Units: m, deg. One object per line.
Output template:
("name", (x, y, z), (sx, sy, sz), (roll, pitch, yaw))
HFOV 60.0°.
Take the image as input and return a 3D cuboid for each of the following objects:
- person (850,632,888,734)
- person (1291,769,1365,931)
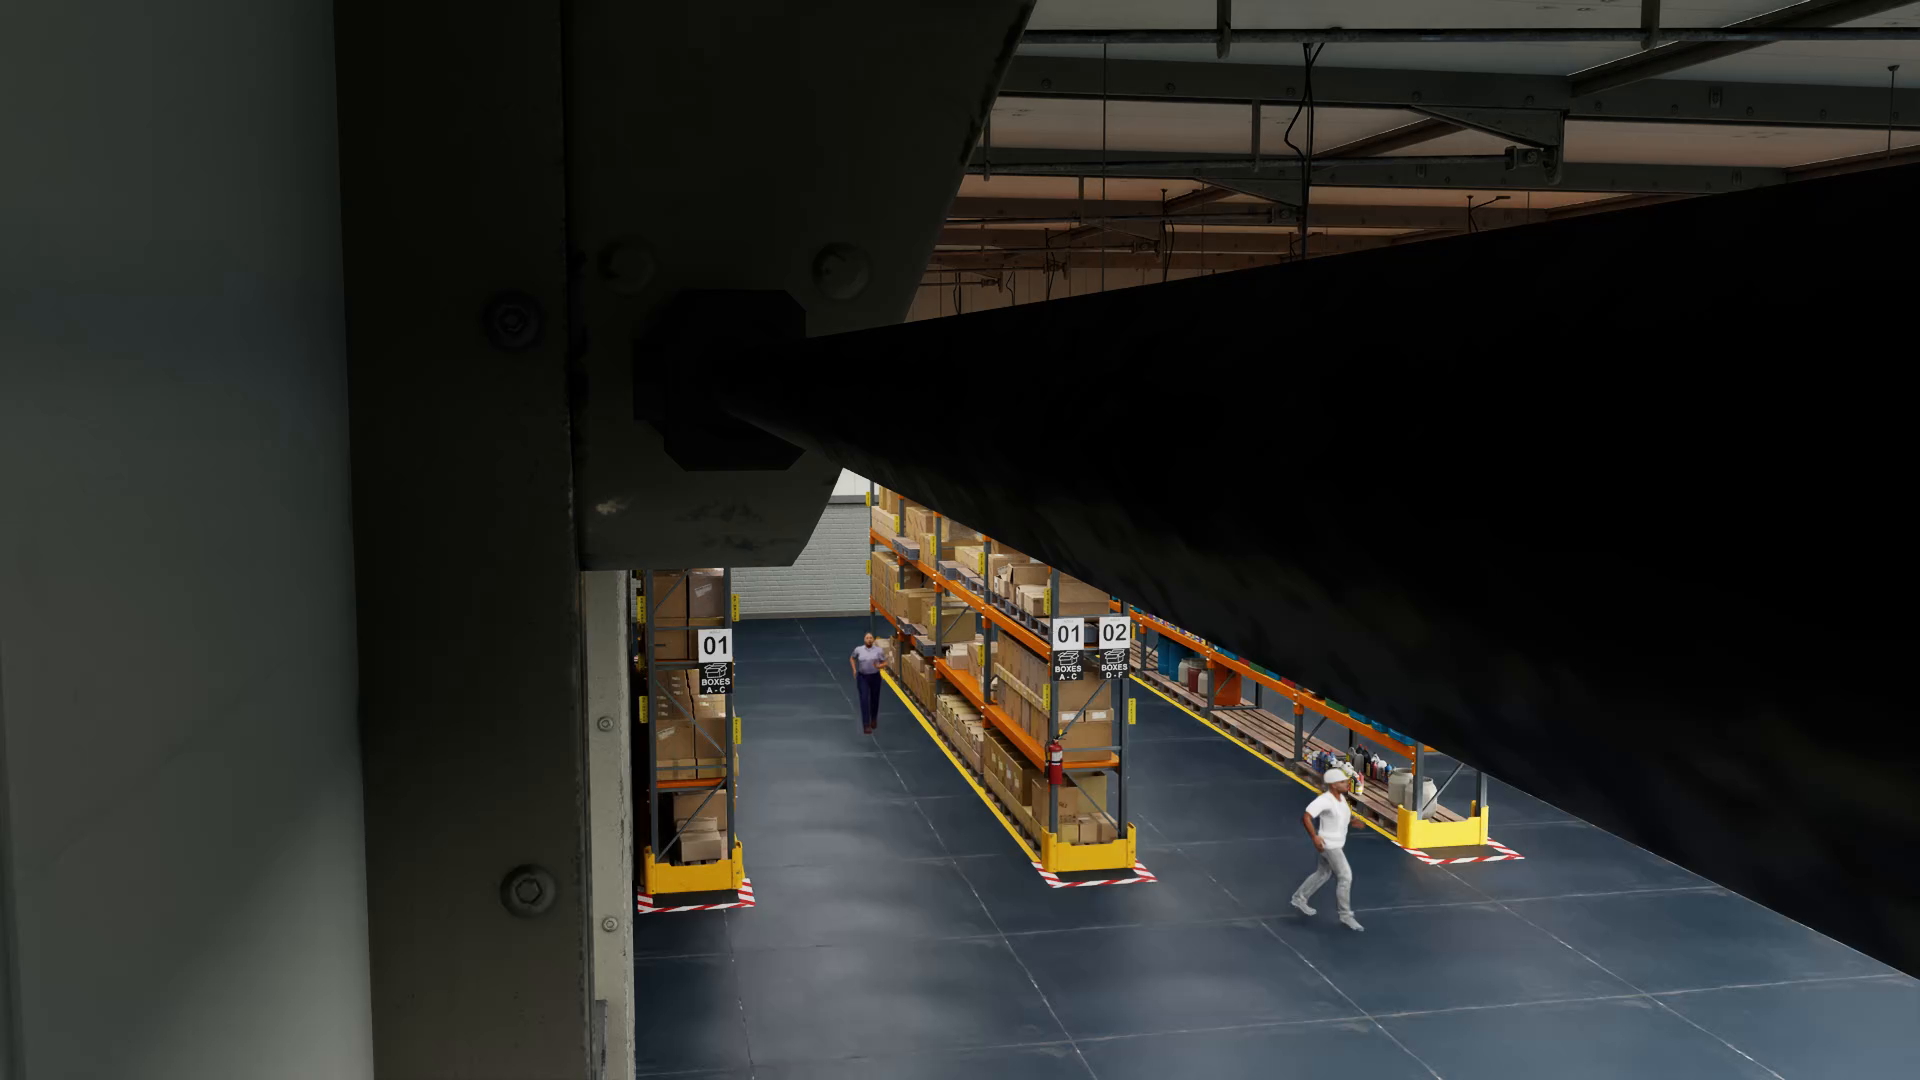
("person", (-1.505, 2.359, 27.578), (0.614, 1.686, 0.868), (-1, 6, -8))
("person", (4.199, 3.483, 18.902), (0.854, 1.805, 0.686), (2, 6, 21))
